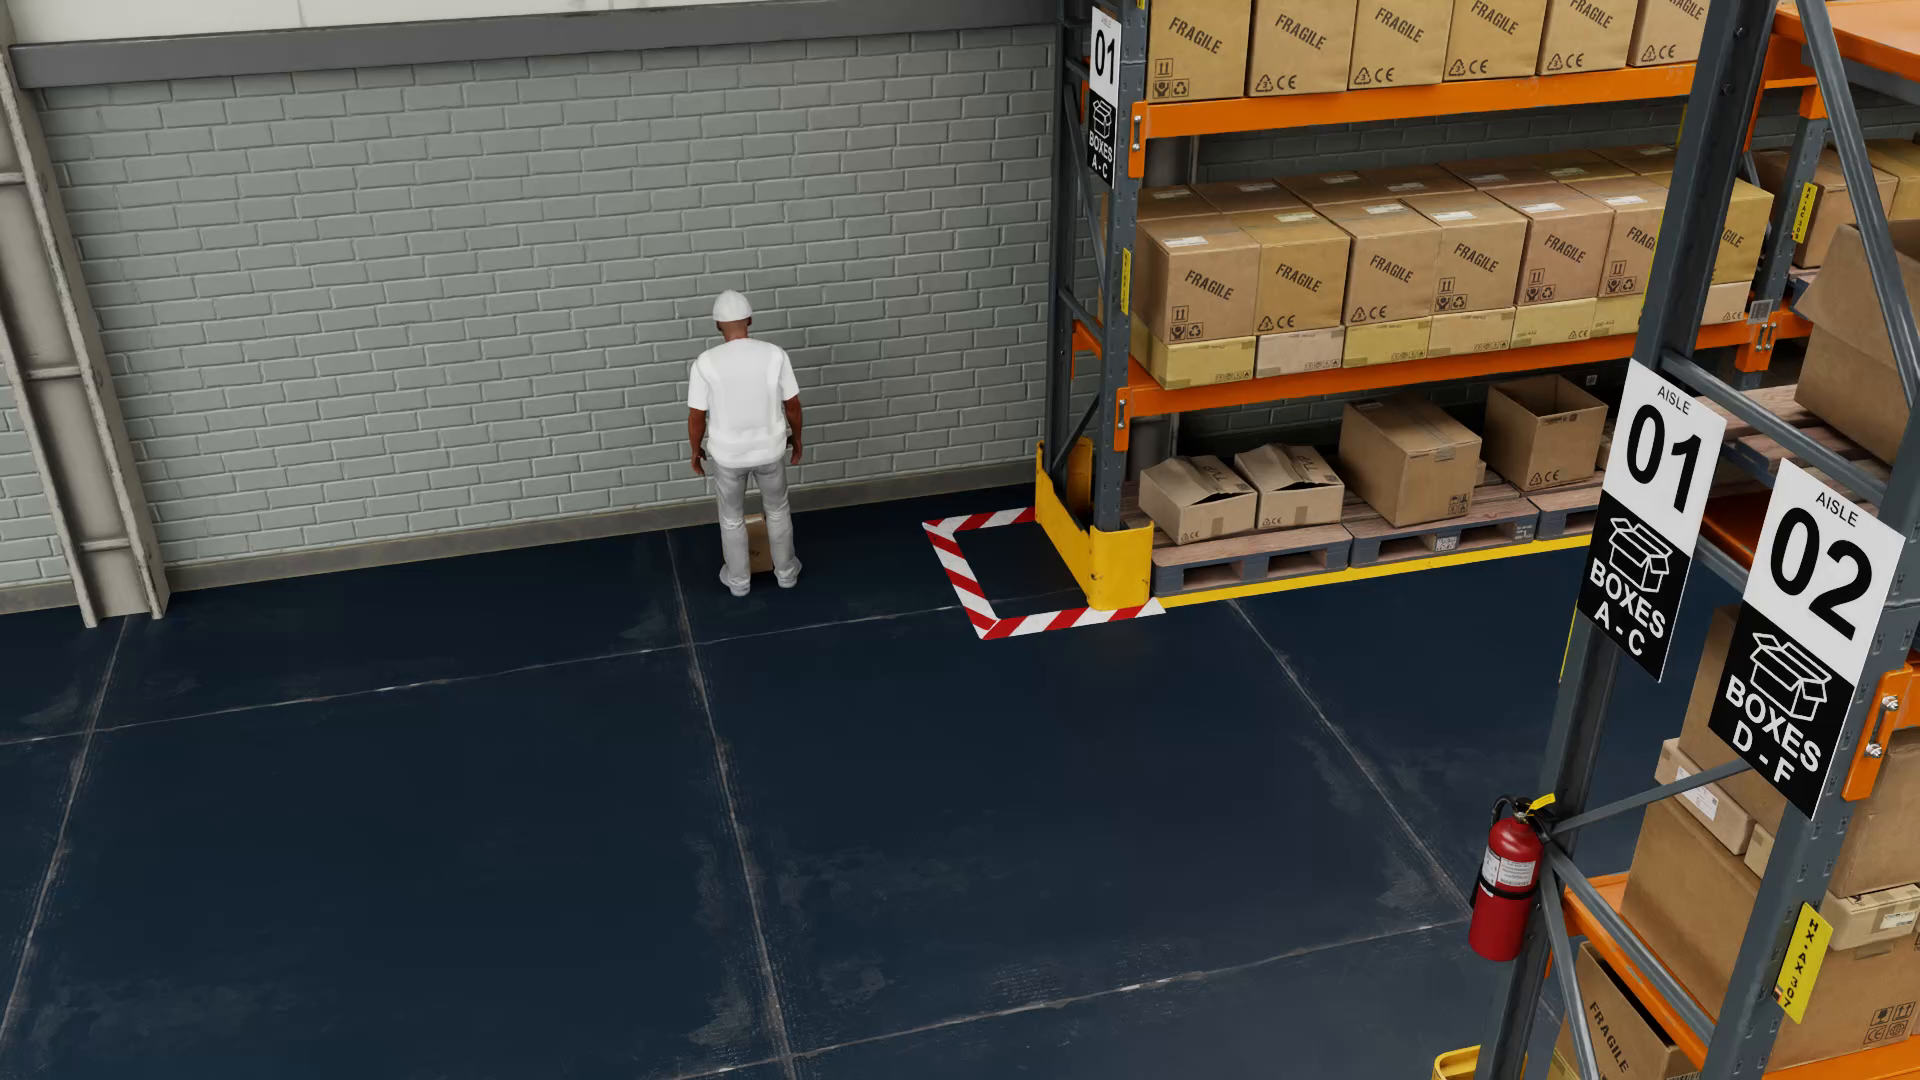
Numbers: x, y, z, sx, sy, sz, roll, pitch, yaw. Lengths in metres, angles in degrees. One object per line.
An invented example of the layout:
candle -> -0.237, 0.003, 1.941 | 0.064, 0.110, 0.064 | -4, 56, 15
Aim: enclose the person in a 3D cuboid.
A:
person -> -1.168, -0.518, 9.116 | 0.627, 1.761, 0.456 | -8, 31, -13
